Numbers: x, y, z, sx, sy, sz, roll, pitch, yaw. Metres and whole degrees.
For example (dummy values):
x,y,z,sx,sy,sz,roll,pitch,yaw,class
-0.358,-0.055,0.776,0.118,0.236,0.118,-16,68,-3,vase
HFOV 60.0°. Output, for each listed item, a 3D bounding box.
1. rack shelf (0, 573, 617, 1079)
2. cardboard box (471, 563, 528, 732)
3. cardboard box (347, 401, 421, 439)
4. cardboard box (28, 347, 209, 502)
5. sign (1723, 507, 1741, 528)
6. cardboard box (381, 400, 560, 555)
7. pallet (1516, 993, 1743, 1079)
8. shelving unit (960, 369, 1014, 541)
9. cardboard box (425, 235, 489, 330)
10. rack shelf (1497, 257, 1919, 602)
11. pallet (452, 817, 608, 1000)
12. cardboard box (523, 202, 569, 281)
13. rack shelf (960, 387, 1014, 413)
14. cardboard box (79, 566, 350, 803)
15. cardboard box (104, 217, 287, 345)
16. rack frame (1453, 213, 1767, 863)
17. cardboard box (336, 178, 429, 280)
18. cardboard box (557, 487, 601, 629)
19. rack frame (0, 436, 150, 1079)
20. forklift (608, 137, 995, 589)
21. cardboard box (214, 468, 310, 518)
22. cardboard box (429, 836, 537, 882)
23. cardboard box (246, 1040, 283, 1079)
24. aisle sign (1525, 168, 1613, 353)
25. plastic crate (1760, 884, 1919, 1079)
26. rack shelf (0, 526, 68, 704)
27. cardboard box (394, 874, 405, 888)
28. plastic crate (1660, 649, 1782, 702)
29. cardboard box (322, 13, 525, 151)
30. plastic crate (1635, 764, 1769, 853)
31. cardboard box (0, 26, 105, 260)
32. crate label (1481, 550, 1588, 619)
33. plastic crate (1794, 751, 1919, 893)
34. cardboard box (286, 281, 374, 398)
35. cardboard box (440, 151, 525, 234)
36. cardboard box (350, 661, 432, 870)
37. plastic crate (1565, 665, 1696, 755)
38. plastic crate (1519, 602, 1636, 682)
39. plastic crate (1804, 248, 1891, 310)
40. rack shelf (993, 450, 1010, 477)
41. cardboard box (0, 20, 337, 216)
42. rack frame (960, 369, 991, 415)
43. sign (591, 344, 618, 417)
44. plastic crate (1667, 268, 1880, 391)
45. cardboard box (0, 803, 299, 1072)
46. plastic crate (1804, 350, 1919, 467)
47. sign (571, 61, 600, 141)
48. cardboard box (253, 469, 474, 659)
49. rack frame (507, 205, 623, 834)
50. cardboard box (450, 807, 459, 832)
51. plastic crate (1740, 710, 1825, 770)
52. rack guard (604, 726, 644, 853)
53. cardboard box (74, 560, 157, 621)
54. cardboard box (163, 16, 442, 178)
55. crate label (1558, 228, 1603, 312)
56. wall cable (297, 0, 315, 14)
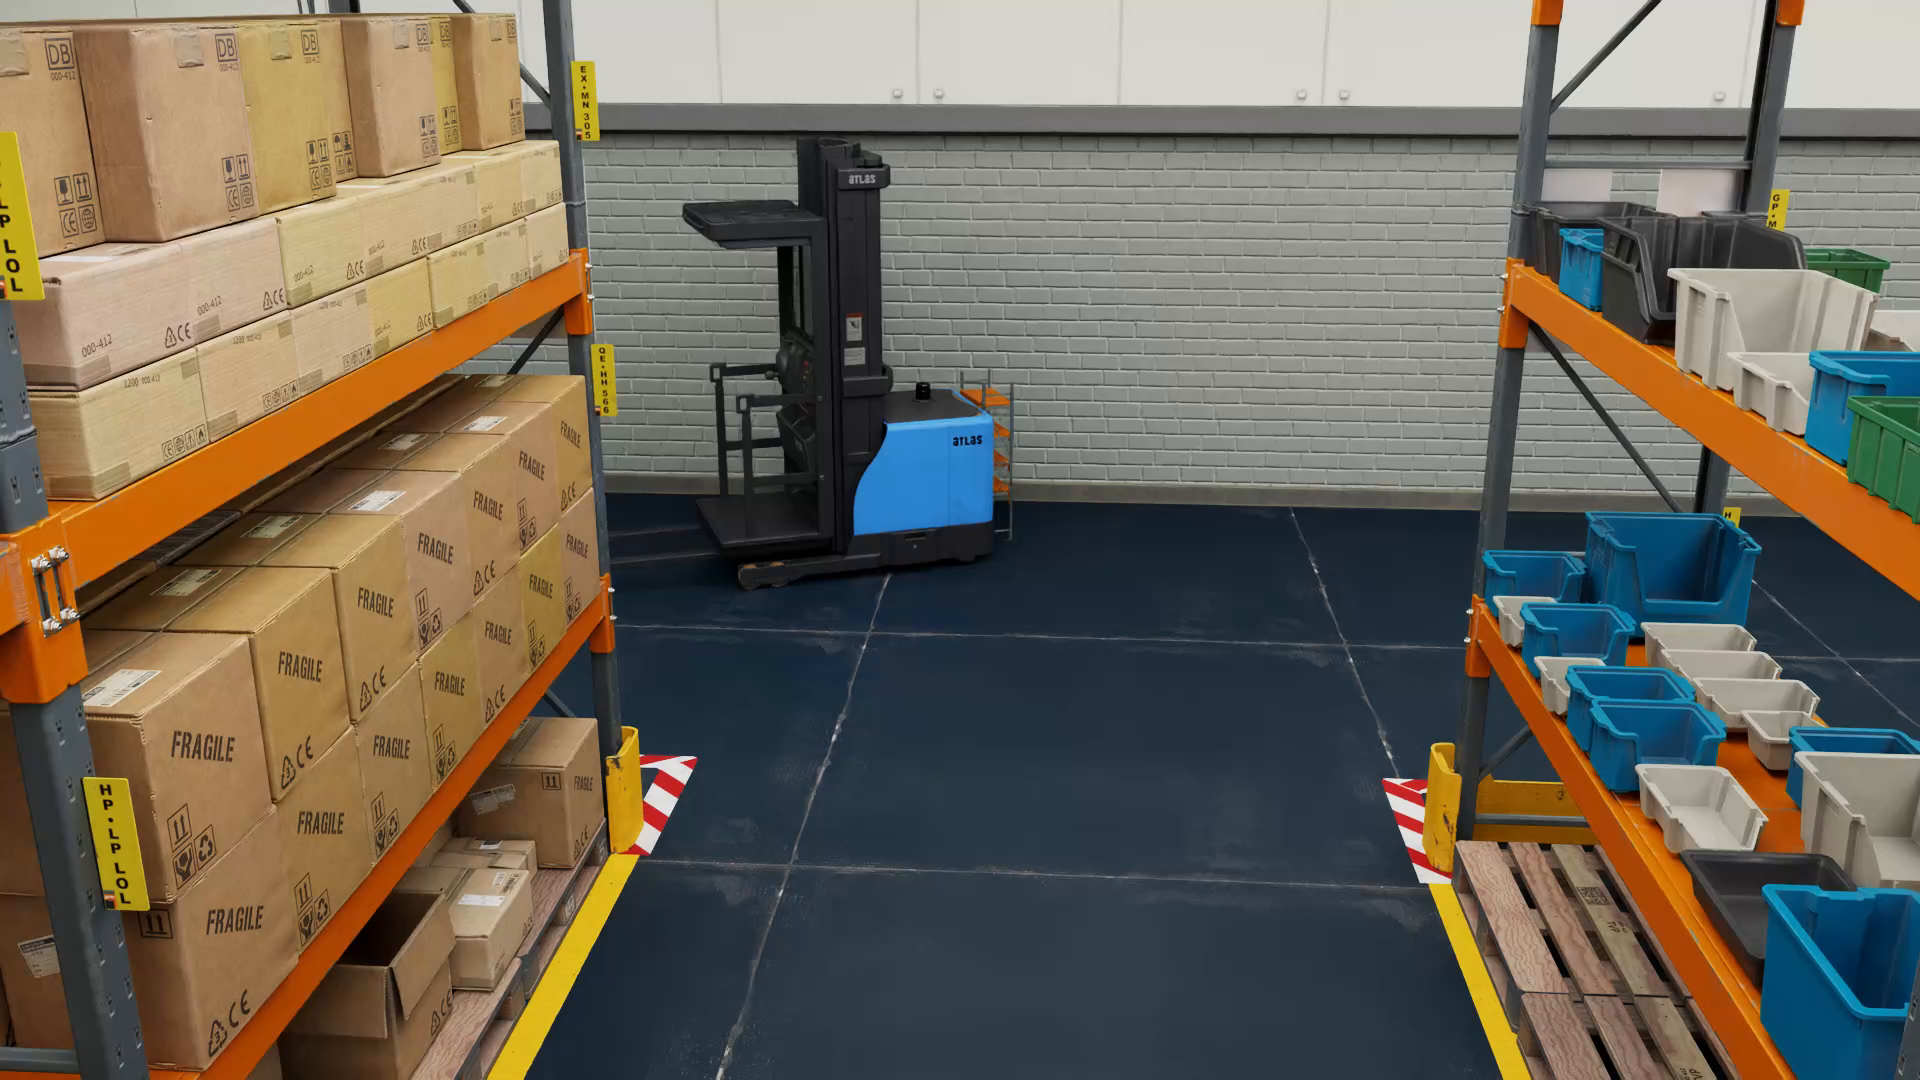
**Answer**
x,y,z,sx,sy,sz,roll,pitch,yaw,class
-2.279,0.935,5.907,1.077,0.370,4.000,1,18,4,rack shelf
-1.971,0.386,6.267,0.500,0.500,0.500,1,18,4,cardboard box
-2.460,-0.256,6.621,0.500,0.500,0.500,1,18,4,cardboard box
-2.140,-0.285,3.899,0.500,0.250,0.500,1,18,4,cardboard box
3.355,0.014,7.302,0.100,0.325,0.005,1,18,4,sign
-1.928,-0.249,6.600,0.500,0.500,0.500,2,18,5,cardboard box
2.617,2.042,5.851,1.003,0.211,1.213,1,18,4,pallet
0.195,-0.630,12.420,0.258,1.200,0.503,-6,19,-18,shelving unit
-1.979,-0.906,5.794,0.500,0.250,0.500,1,18,4,cardboard box
2.662,-0.378,5.099,1.077,0.370,4.000,1,18,4,rack shelf
-2.197,1.569,7.297,1.003,0.211,1.213,1,18,4,pallet
-1.909,-1.216,6.742,0.500,0.250,0.500,1,18,4,cardboard box
0.195,-1.004,12.297,0.258,0.148,0.480,-6,19,-18,rack shelf
-2.071,0.392,4.644,0.500,0.500,0.500,1,18,2,cardboard box
-2.106,-0.678,4.296,0.500,0.250,0.500,1,18,4,cardboard box
2.805,0.084,7.349,1.000,3.000,0.127,1,18,4,rack frame
-2.022,-0.988,5.243,0.500,0.250,0.500,1,18,4,cardboard box
-1.896,0.070,7.232,0.500,0.500,0.500,2,18,6,cardboard box
-2.422,1.215,3.899,1.000,3.000,0.127,1,18,4,rack frame
-1.324,-1.238,11.495,3.031,2.935,1.130,-6,19,-17,forklift
-2.536,0.057,5.665,0.500,0.500,0.500,1,18,3,cardboard box
-2.048,1.408,7.153,0.380,0.166,0.250,1,18,4,cardboard box
-2.611,1.867,5.519,0.500,0.311,0.500,1,18,4,cardboard box
2.514,-1.180,7.033,0.394,0.787,0.004,1,18,4,aisle sign
2.211,1.153,4.017,0.392,0.384,0.575,1,18,4,plastic crate
-2.566,0.752,1.648,1.077,0.370,4.000,1,18,4,rack shelf
-2.529,1.543,6.606,0.500,0.250,0.500,1,18,4,cardboard box
2.892,0.528,6.322,0.396,0.136,0.243,1,18,4,plastic crate
-2.156,-1.816,6.564,0.700,0.500,0.500,1,18,4,cardboard box
2.343,0.876,5.261,0.293,0.136,0.466,1,18,4,plastic crate
-2.425,-0.885,3.724,0.700,0.500,0.500,1,18,4,cardboard box
2.459,0.204,7.155,0.416,0.233,0.303,1,18,4,crate label
2.811,0.884,5.002,0.437,0.282,0.530,1,18,4,plastic crate
-2.063,-0.596,4.847,0.500,0.250,0.500,1,18,4,cardboard box
-1.953,-1.299,6.191,0.500,0.250,0.500,1,18,4,cardboard box
-2.042,0.700,5.308,0.500,0.500,0.500,1,18,4,cardboard box
2.364,0.613,5.907,0.416,0.233,0.300,1,18,4,plastic crate
2.412,0.409,6.531,0.416,0.233,0.300,1,18,4,plastic crate
3.019,-0.928,5.961,0.450,0.188,0.336,1,18,4,plastic crate
0.195,-0.566,12.441,0.258,0.148,0.480,-6,19,-18,rack shelf
-2.218,-1.193,4.663,0.700,0.500,0.500,1,18,4,cardboard box
0.117,-0.702,12.639,0.240,1.200,0.015,-6,19,-18,rack frame
-1.583,-0.710,7.404,0.100,0.325,0.005,1,18,4,sign
2.338,-0.604,4.821,0.437,0.282,0.530,1,18,4,plastic crate
-2.114,1.015,4.348,0.500,0.500,0.500,2,18,5,cardboard box
2.265,-0.309,4.002,0.416,0.233,0.300,1,18,4,plastic crate
-1.583,-1.855,7.029,0.100,0.325,0.005,1,18,4,sign
-1.998,0.072,5.621,0.500,0.500,0.500,2,18,6,cardboard box
-2.135,-0.028,7.690,1.000,3.000,0.127,1,18,4,rack frame
-2.508,1.240,7.692,0.380,0.149,0.250,1,18,4,cardboard box
2.894,0.707,5.775,0.298,0.136,0.250,1,18,4,plastic crate
-2.141,1.184,8.008,1.175,0.500,0.348,1,18,4,rack guard
-2.610,0.370,4.711,0.500,0.500,0.500,1,18,3,cardboard box
-2.205,-1.505,5.615,0.700,0.500,0.500,1,18,4,cardboard box
2.416,-0.991,6.053,0.408,0.251,0.502,1,18,4,crate label
-6.315,-3.261,12.910,3.097,2.526,0.112,1,18,4,wall cable
